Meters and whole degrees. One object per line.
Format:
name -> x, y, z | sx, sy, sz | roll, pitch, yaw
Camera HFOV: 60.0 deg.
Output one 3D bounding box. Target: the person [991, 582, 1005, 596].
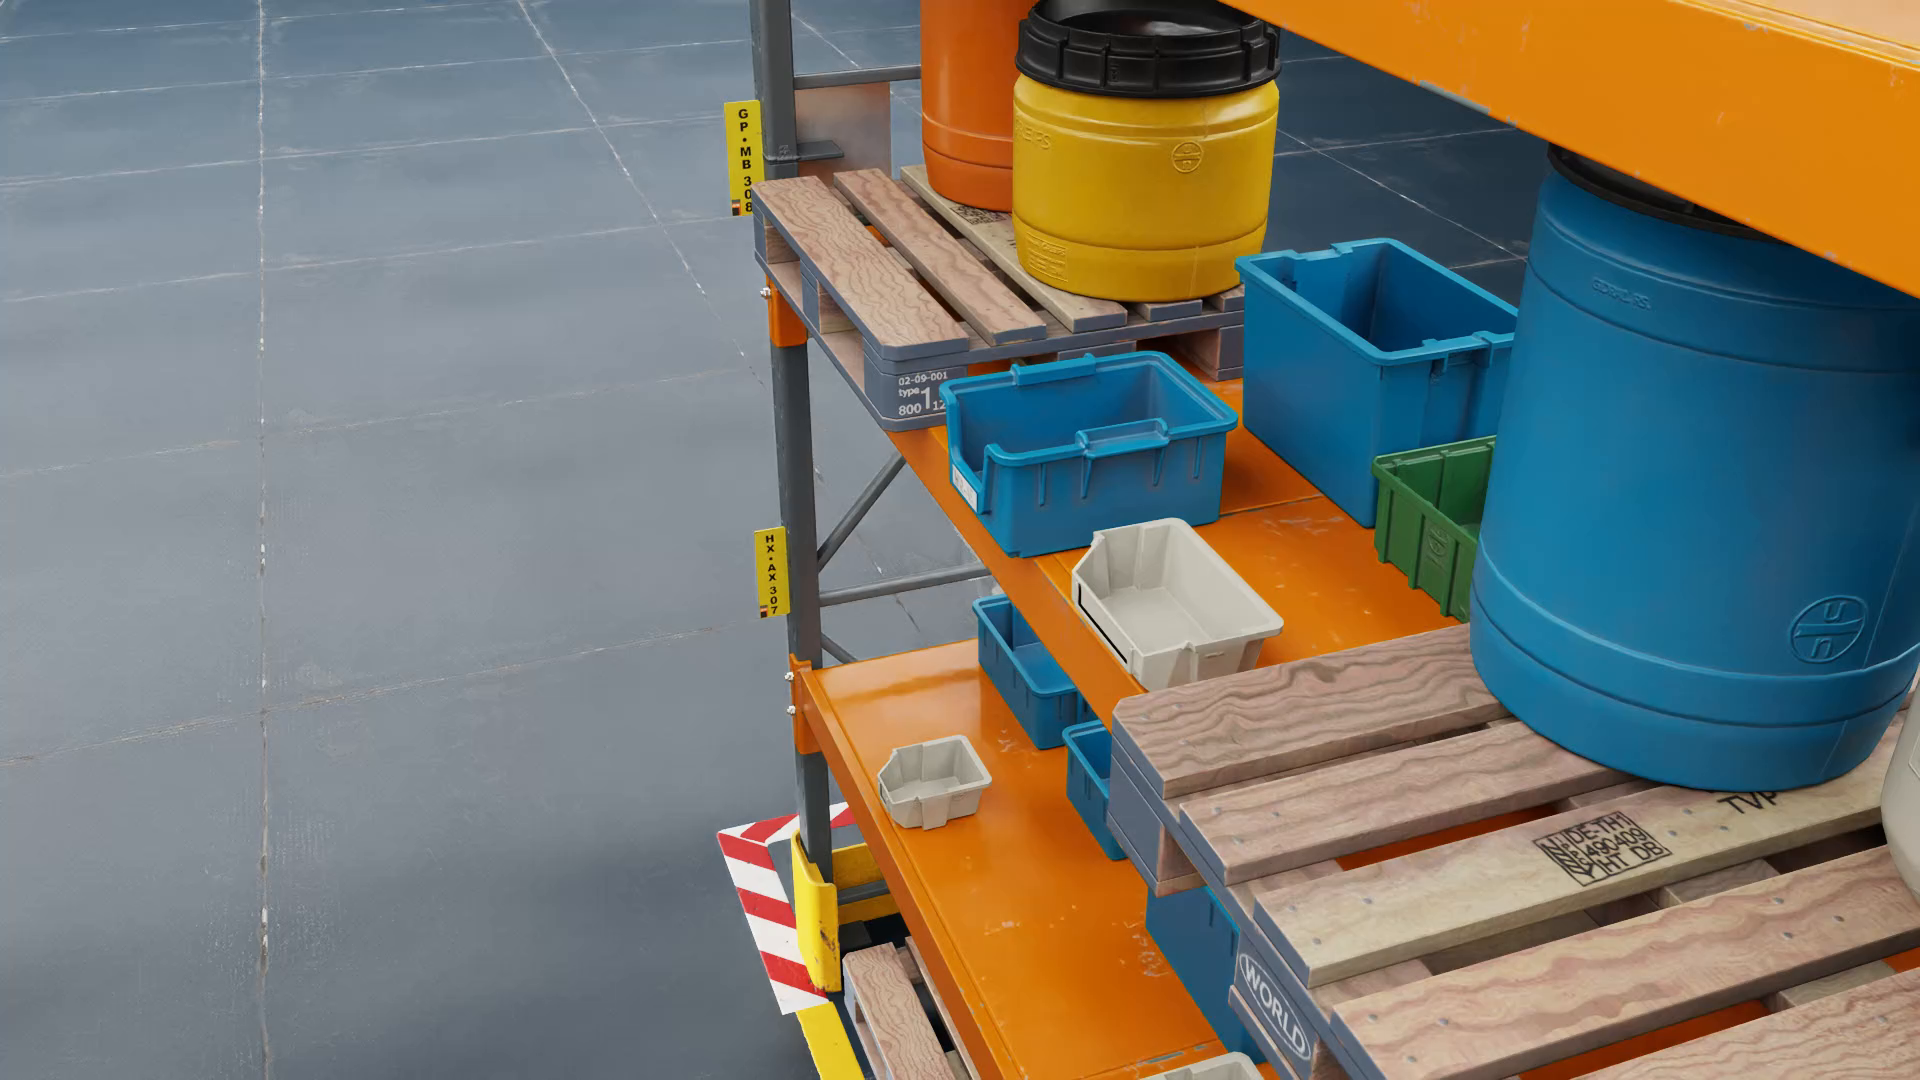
person -> 0.484, 0.028, 7.868 | 1.023, 0.966, 0.540 | -12, 32, -20
